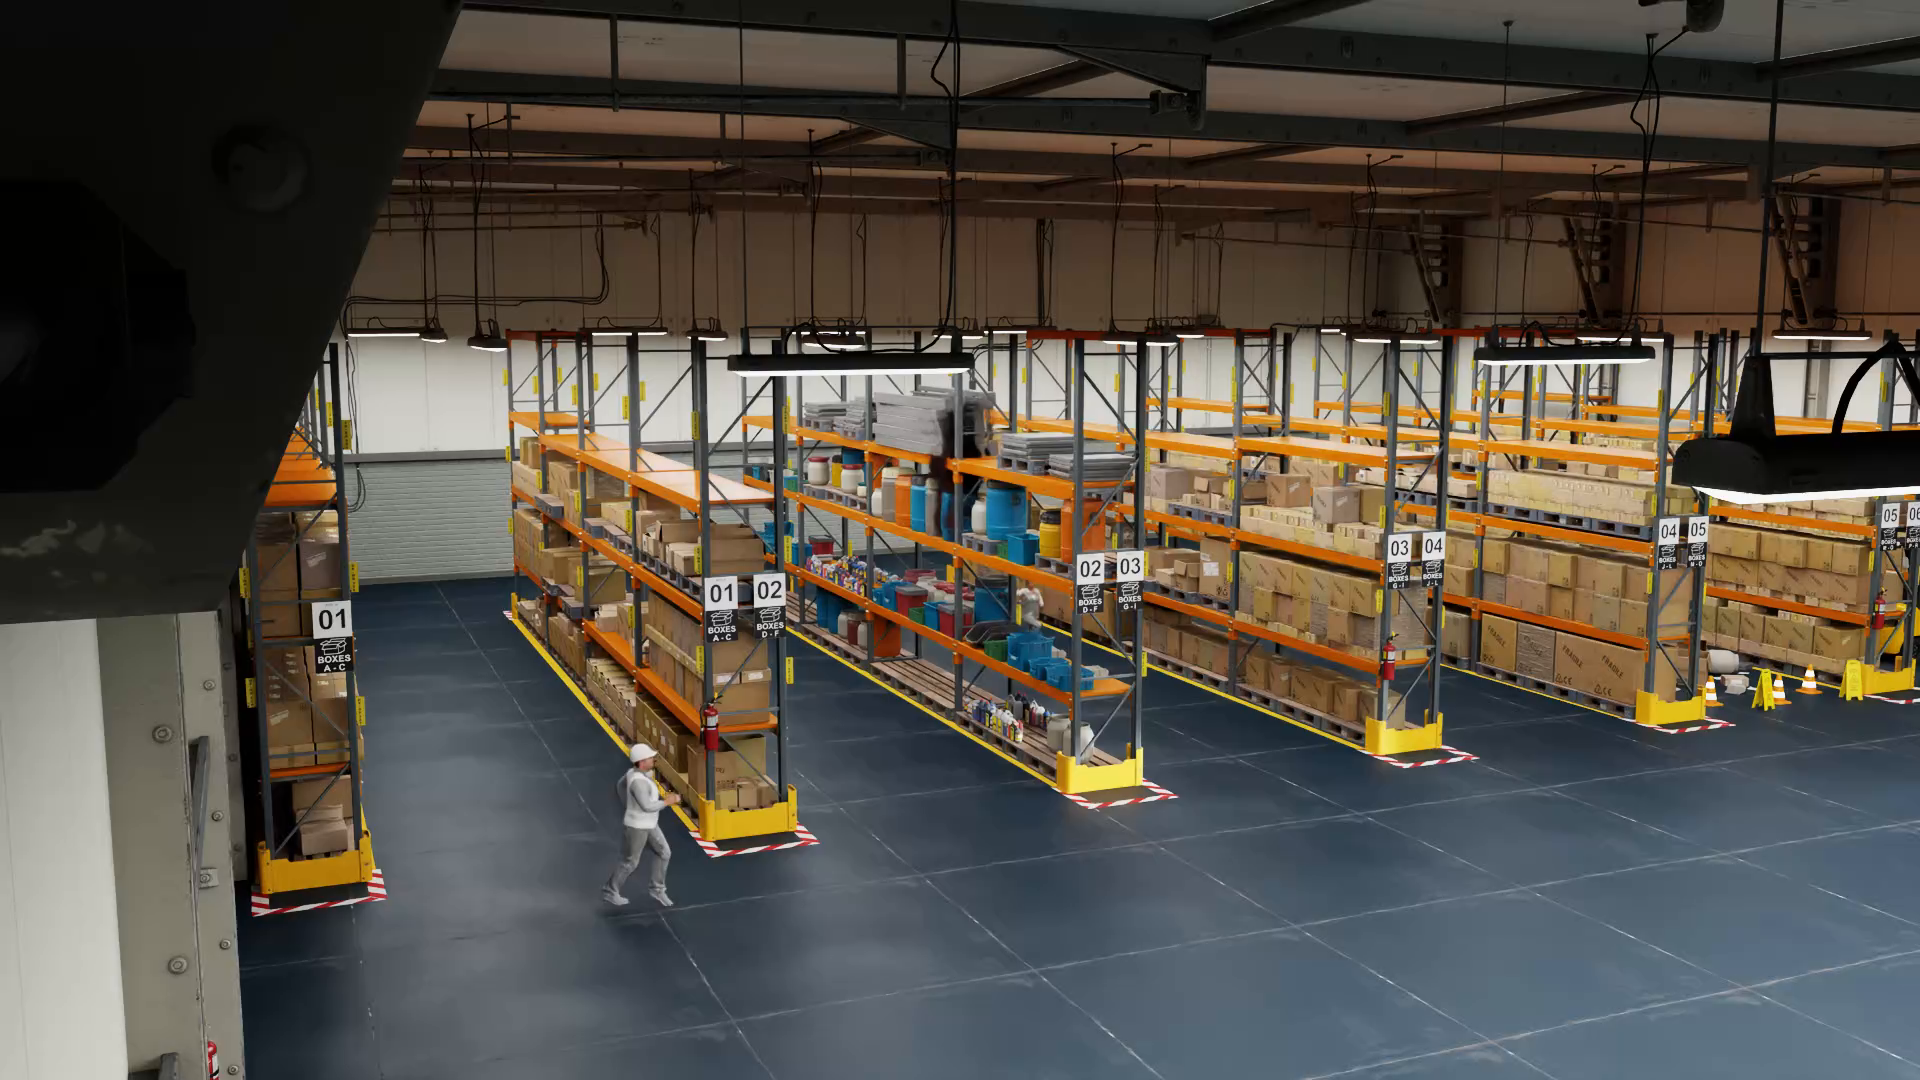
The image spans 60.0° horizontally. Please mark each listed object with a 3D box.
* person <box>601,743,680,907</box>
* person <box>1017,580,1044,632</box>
[{"bbox_3d":[-3.398,3.042,17.683,0.851,1.796,0.604,0,8,-2],"label":"person"},{"bbox_3d":[1.256,1.398,30.098,0.525,1.544,0.887,-5,9,-33],"label":"person"}]
